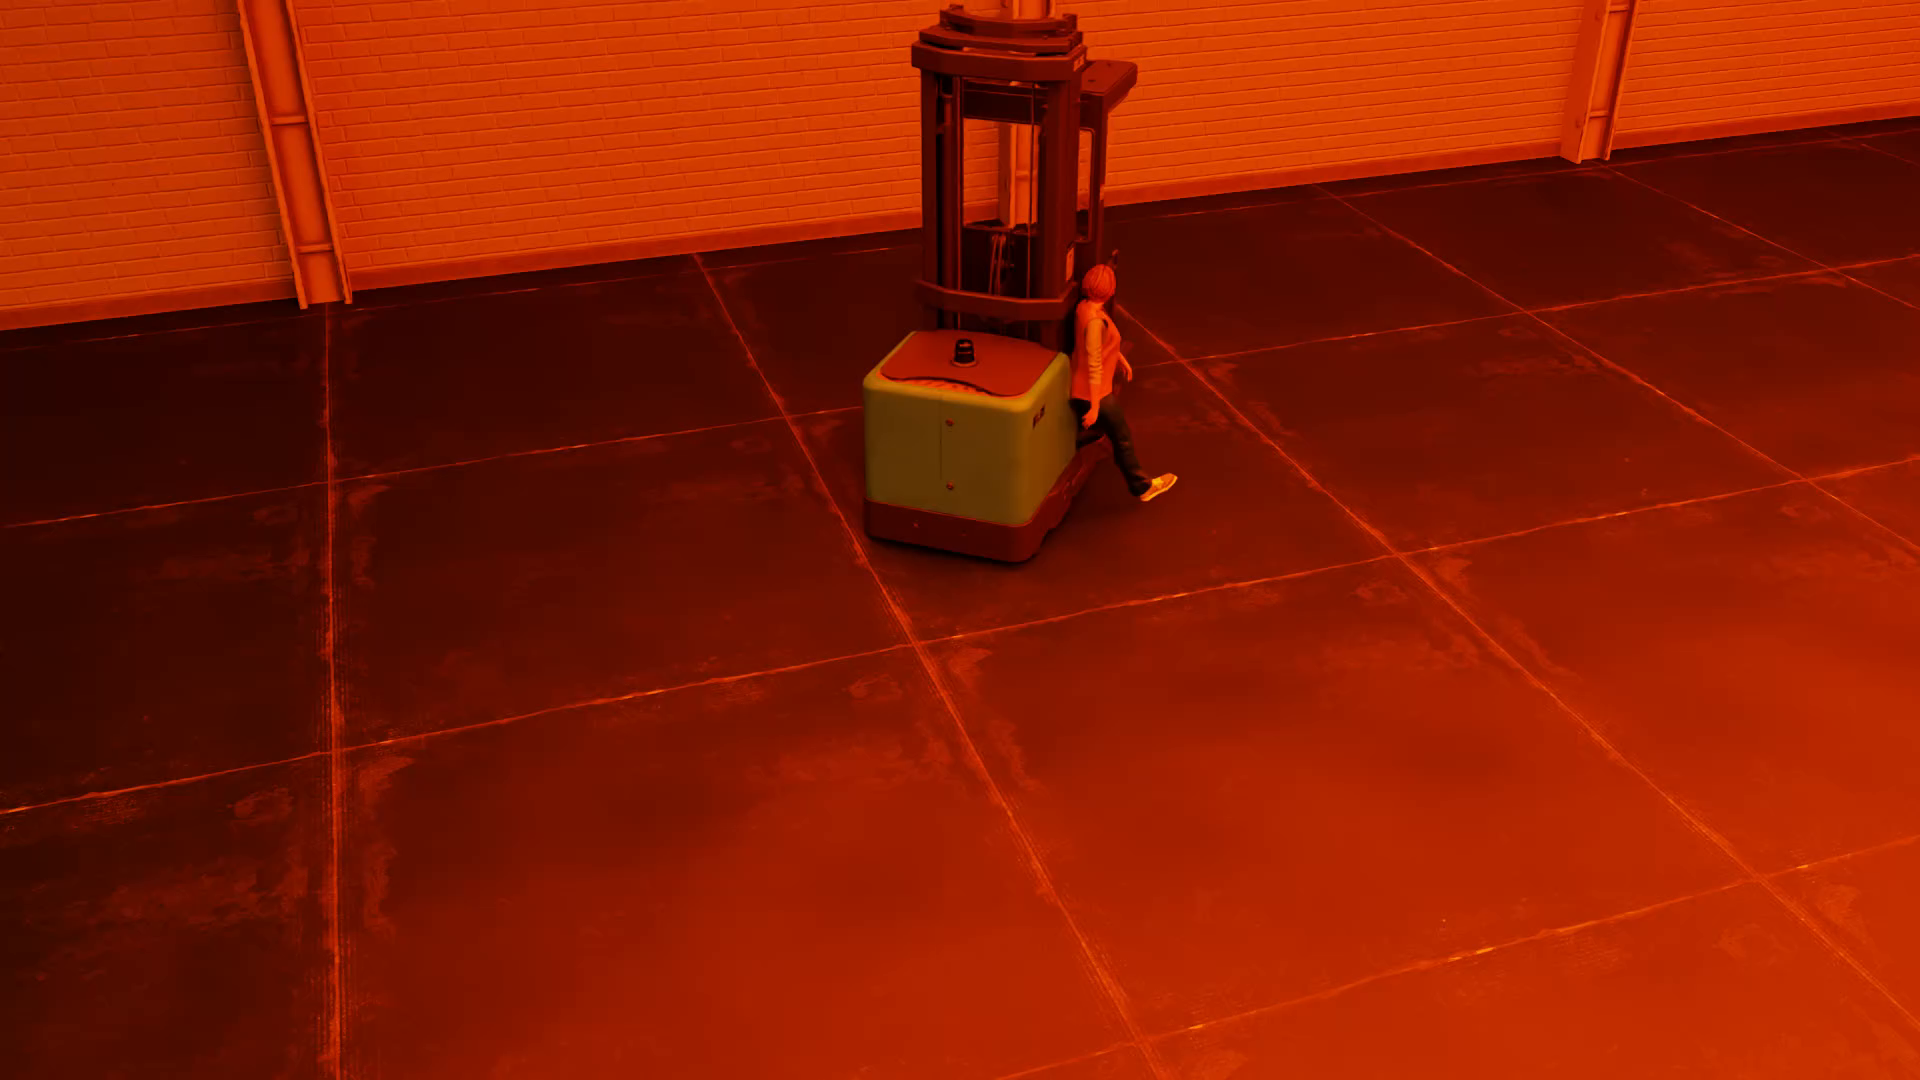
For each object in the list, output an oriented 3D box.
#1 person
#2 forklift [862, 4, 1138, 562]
[{"bbox_3d":[0.902,-0.920,10.055,0.862,1.517,0.575,-6,30,-10],"label":"person"},{"bbox_3d":[0.413,-1.862,10.323,1.130,2.935,3.031,10,32,18],"label":"forklift"}]
